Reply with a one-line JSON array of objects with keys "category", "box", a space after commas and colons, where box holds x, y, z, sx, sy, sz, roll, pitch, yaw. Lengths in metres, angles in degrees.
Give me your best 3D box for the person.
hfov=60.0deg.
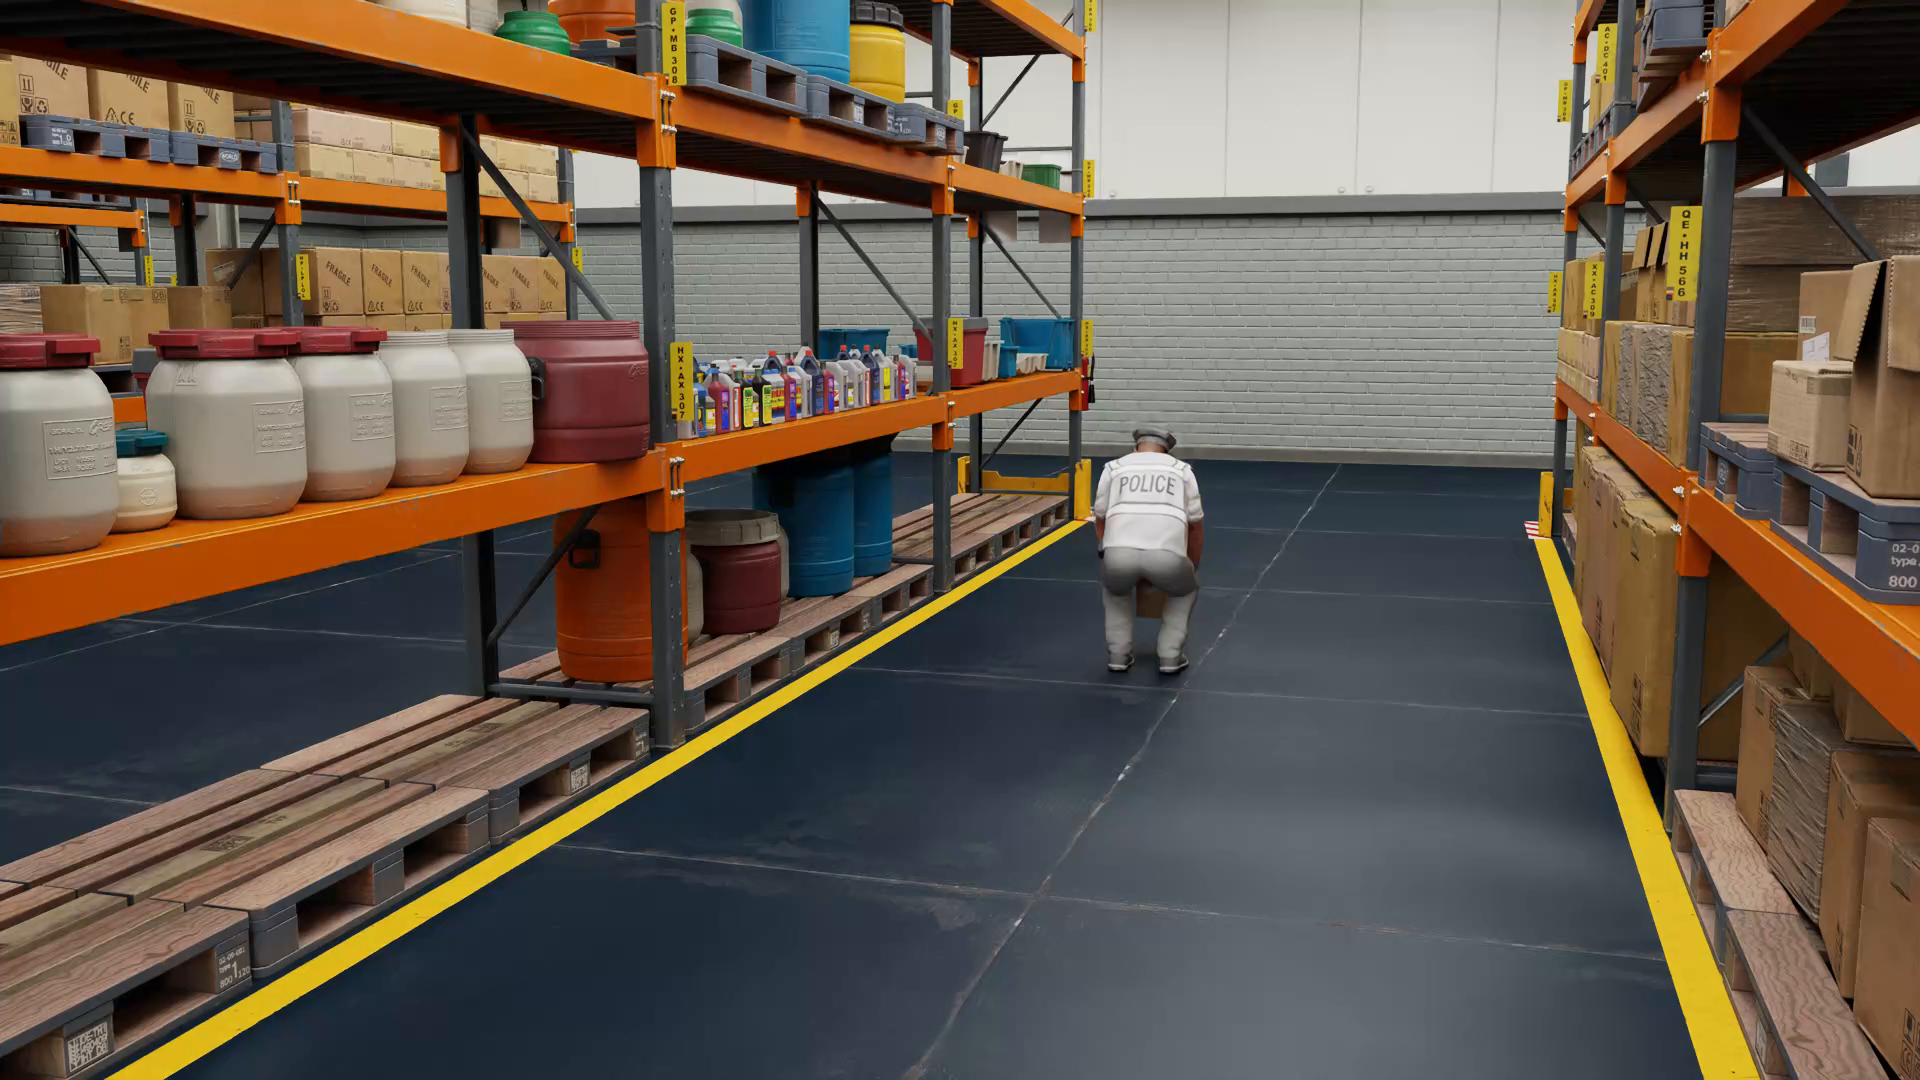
[{"category": "person", "box": [0.970, 0.050, 8.760, 0.581, 1.241, 0.882, 2, 9, 16]}]
